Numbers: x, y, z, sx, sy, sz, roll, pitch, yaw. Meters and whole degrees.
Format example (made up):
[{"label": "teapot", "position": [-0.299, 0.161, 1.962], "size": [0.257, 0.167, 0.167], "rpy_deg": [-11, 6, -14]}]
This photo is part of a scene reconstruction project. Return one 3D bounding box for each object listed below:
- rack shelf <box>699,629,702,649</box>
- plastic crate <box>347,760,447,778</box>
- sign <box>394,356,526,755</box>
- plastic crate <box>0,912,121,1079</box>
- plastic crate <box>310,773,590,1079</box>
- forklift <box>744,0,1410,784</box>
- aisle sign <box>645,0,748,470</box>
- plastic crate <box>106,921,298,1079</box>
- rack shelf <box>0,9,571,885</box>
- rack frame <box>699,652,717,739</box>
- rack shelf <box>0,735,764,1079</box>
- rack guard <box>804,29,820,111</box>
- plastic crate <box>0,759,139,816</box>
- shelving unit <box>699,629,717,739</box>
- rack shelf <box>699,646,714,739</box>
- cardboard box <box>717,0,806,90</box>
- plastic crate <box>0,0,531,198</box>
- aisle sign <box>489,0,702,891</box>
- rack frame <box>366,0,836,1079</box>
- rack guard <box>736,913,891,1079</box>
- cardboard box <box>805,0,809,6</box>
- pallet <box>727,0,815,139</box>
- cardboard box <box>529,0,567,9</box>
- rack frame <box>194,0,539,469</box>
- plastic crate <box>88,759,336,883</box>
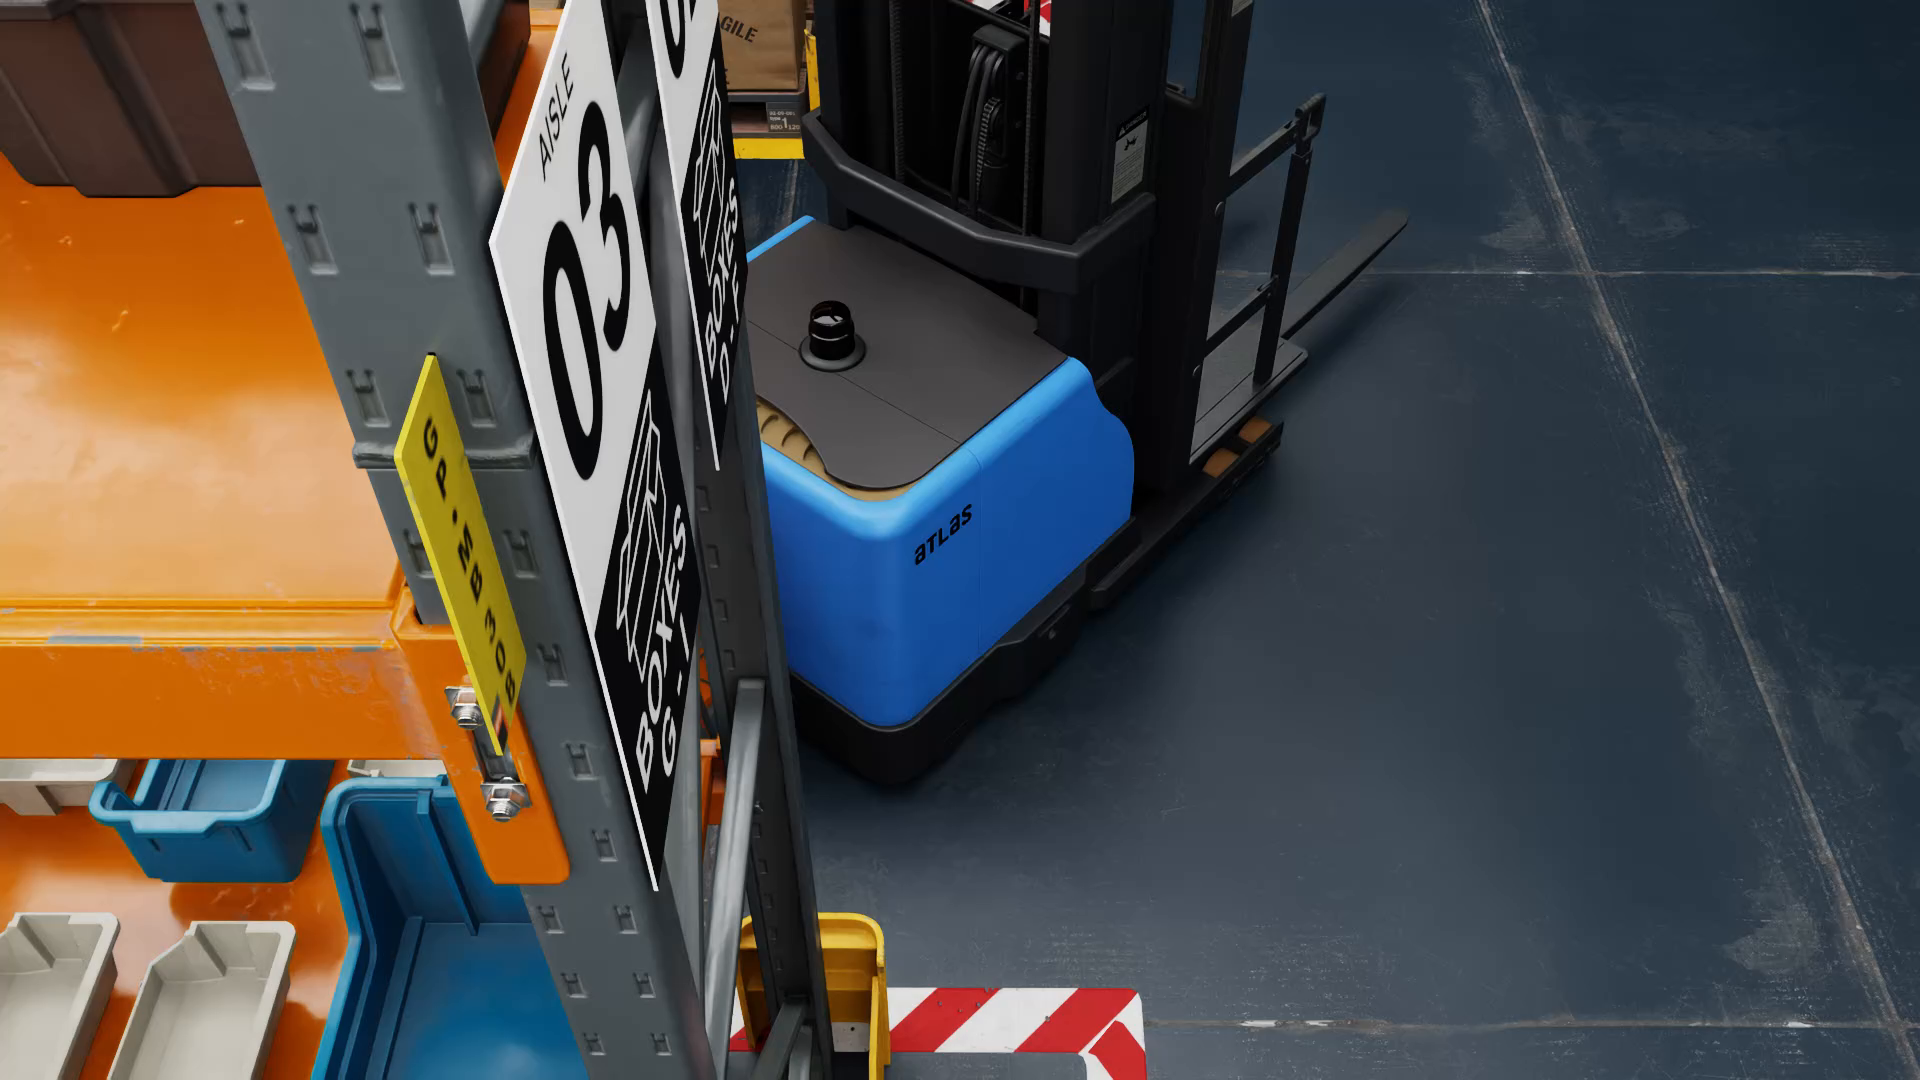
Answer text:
[{"label": "rack shelf", "position": [-0.727, 0.222, 4.327], "size": [0.240, 0.259, 0.215], "rpy_deg": [30, 61, 25]}, {"label": "plastic crate", "position": [-0.936, 0.371, 2.994], "size": [0.298, 0.136, 0.250], "rpy_deg": [0, 47, 0]}, {"label": "sign", "position": [-0.356, 0.021, 1.203], "size": [0.005, 0.325, 0.100], "rpy_deg": [0, 47, 0]}, {"label": "plastic crate", "position": [-1.476, 0.793, 2.602], "size": [0.243, 0.136, 0.396], "rpy_deg": [0, 47, 0]}, {"label": "plastic crate", "position": [-0.705, 0.708, 2.476], "size": [0.499, 0.435, 0.616], "rpy_deg": [0, 47, 0]}, {"label": "forklift", "position": [0.403, -1.346, 4.500], "size": [1.130, 2.935, 3.031], "rpy_deg": [32, 55, 26]}, {"label": "aisle sign", "position": [-0.297, -0.498, 1.888], "size": [0.004, 0.787, 0.394], "rpy_deg": [0, 47, 0]}, {"label": "plastic crate", "position": [-1.186, 0.805, 2.591], "size": [0.243, 0.136, 0.396], "rpy_deg": [0, 47, 0]}, {"label": "rack shelf", "position": [-2.370, -0.177, 1.808], "size": [4.000, 0.370, 1.077], "rpy_deg": [0, 47, 0]}, {"label": "rack frame", "position": [-0.633, 0.271, 4.266], "size": [0.008, 1.050, 0.200], "rpy_deg": [30, 61, 25]}, {"label": "rack shelf", "position": [-2.370, 0.845, 2.906], "size": [4.000, 0.370, 1.077], "rpy_deg": [0, 47, 0]}, {"label": "rack guard", "position": [-0.424, -2.169, 6.928], "size": [0.348, 0.500, 1.175], "rpy_deg": [0, 47, 0]}, {"label": "plastic crate", "position": [-1.614, 0.369, 2.996], "size": [0.298, 0.136, 0.250], "rpy_deg": [0, 47, 0]}, {"label": "shelving unit", "position": [-0.728, 0.215, 4.319], "size": [0.252, 1.050, 0.215], "rpy_deg": [30, 61, 25]}, {"label": "rack shelf", "position": [-0.707, 0.392, 4.546], "size": [0.240, 0.259, 0.215], "rpy_deg": [30, 61, 25]}, {"label": "cardboard box", "position": [-0.892, -2.140, 6.600], "size": [0.500, 0.500, 0.500], "rpy_deg": [0, 47, 0]}, {"label": "plastic crate", "position": [-0.754, -0.578, 1.779], "size": [0.590, 0.269, 0.497], "rpy_deg": [0, 47, 0]}, {"label": "aisle sign", "position": [-0.299, -0.066, 1.486], "size": [0.004, 0.787, 0.394], "rpy_deg": [0, 47, 0]}, {"label": "rack frame", "position": [-0.370, 0.605, 2.638], "size": [0.127, 3.000, 1.000], "rpy_deg": [0, 47, 0]}, {"label": "rack guard", "position": [-0.346, 1.447, 3.562], "size": [0.348, 0.500, 1.175], "rpy_deg": [0, 47, 0]}, {"label": "cardboard box", "position": [-0.765, -2.452, 7.130], "size": [0.250, 0.149, 0.380], "rpy_deg": [0, 47, 0]}, {"label": "pallet", "position": [-1.221, -2.072, 7.035], "size": [1.213, 0.211, 1.003], "rpy_deg": [0, 47, 0]}, {"label": "cardboard box", "position": [-1.842, -2.080, 6.714], "size": [0.500, 0.250, 0.500], "rpy_deg": [0, 47, 0]}, {"label": "rack frame", "position": [-0.370, -1.439, 0.442], "size": [0.127, 3.000, 1.000], "rpy_deg": [0, 47, 0]}, {"label": "plastic crate", "position": [-1.274, 0.398, 2.904], "size": [0.300, 0.233, 0.416], "rpy_deg": [0, 47, 0]}]
